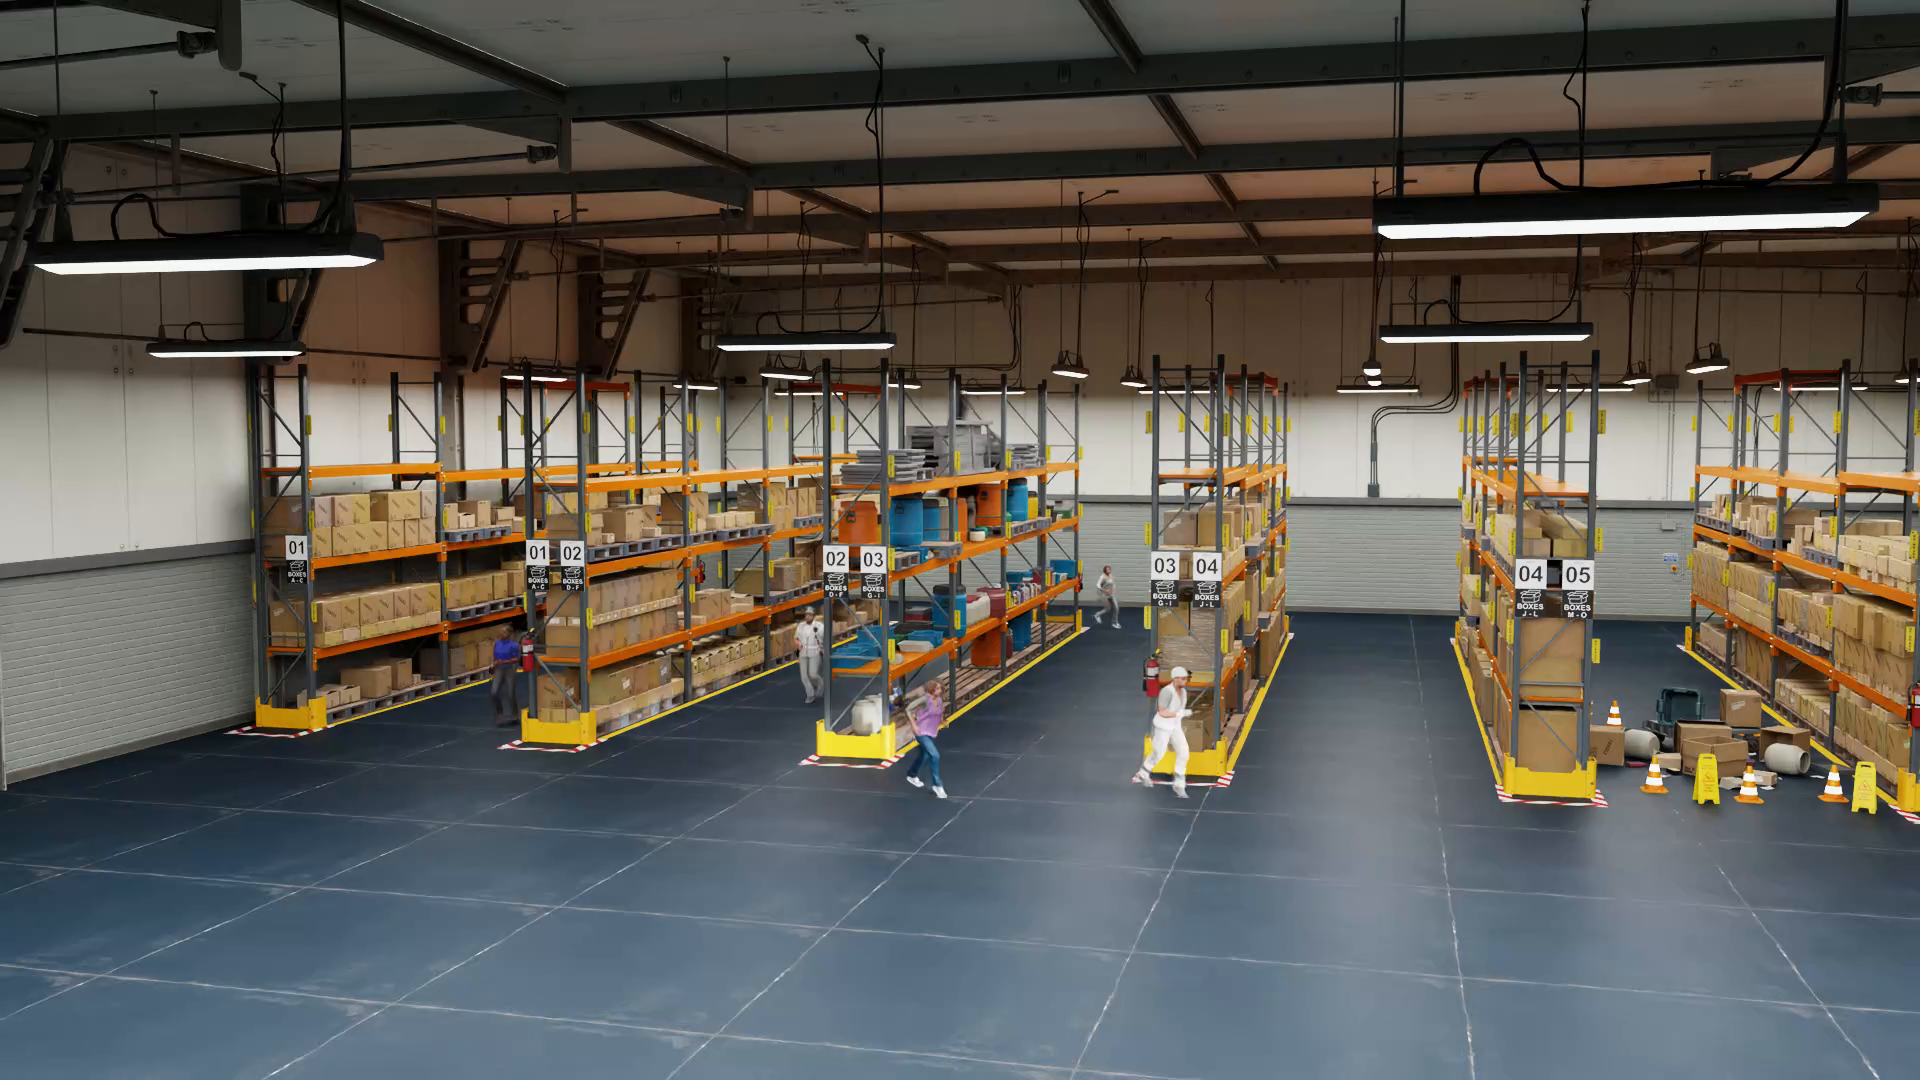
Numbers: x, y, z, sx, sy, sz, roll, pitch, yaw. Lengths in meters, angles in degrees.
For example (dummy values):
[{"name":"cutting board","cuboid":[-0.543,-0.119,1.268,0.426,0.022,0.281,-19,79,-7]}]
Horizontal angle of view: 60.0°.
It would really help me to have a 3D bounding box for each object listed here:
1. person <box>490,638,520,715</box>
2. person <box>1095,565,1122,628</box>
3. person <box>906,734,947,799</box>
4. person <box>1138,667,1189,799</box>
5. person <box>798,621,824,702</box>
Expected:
[{"name":"person","cuboid":[-7.613,2.303,27.841,0.518,1.339,0.618,1,4,9]},{"name":"person","cuboid":[3.602,1.404,41.159,0.584,1.573,0.680,-3,5,-40]},{"name":"person","cuboid":[-0.474,2.974,22.557,0.841,0.961,0.349,4,5,42]},{"name":"person","cuboid":[2.764,2.597,22.558,0.685,1.825,0.852,-4,5,-44]},{"name":"person","cuboid":[-2.709,2.197,30.088,0.430,1.472,0.433,1,4,12]}]
